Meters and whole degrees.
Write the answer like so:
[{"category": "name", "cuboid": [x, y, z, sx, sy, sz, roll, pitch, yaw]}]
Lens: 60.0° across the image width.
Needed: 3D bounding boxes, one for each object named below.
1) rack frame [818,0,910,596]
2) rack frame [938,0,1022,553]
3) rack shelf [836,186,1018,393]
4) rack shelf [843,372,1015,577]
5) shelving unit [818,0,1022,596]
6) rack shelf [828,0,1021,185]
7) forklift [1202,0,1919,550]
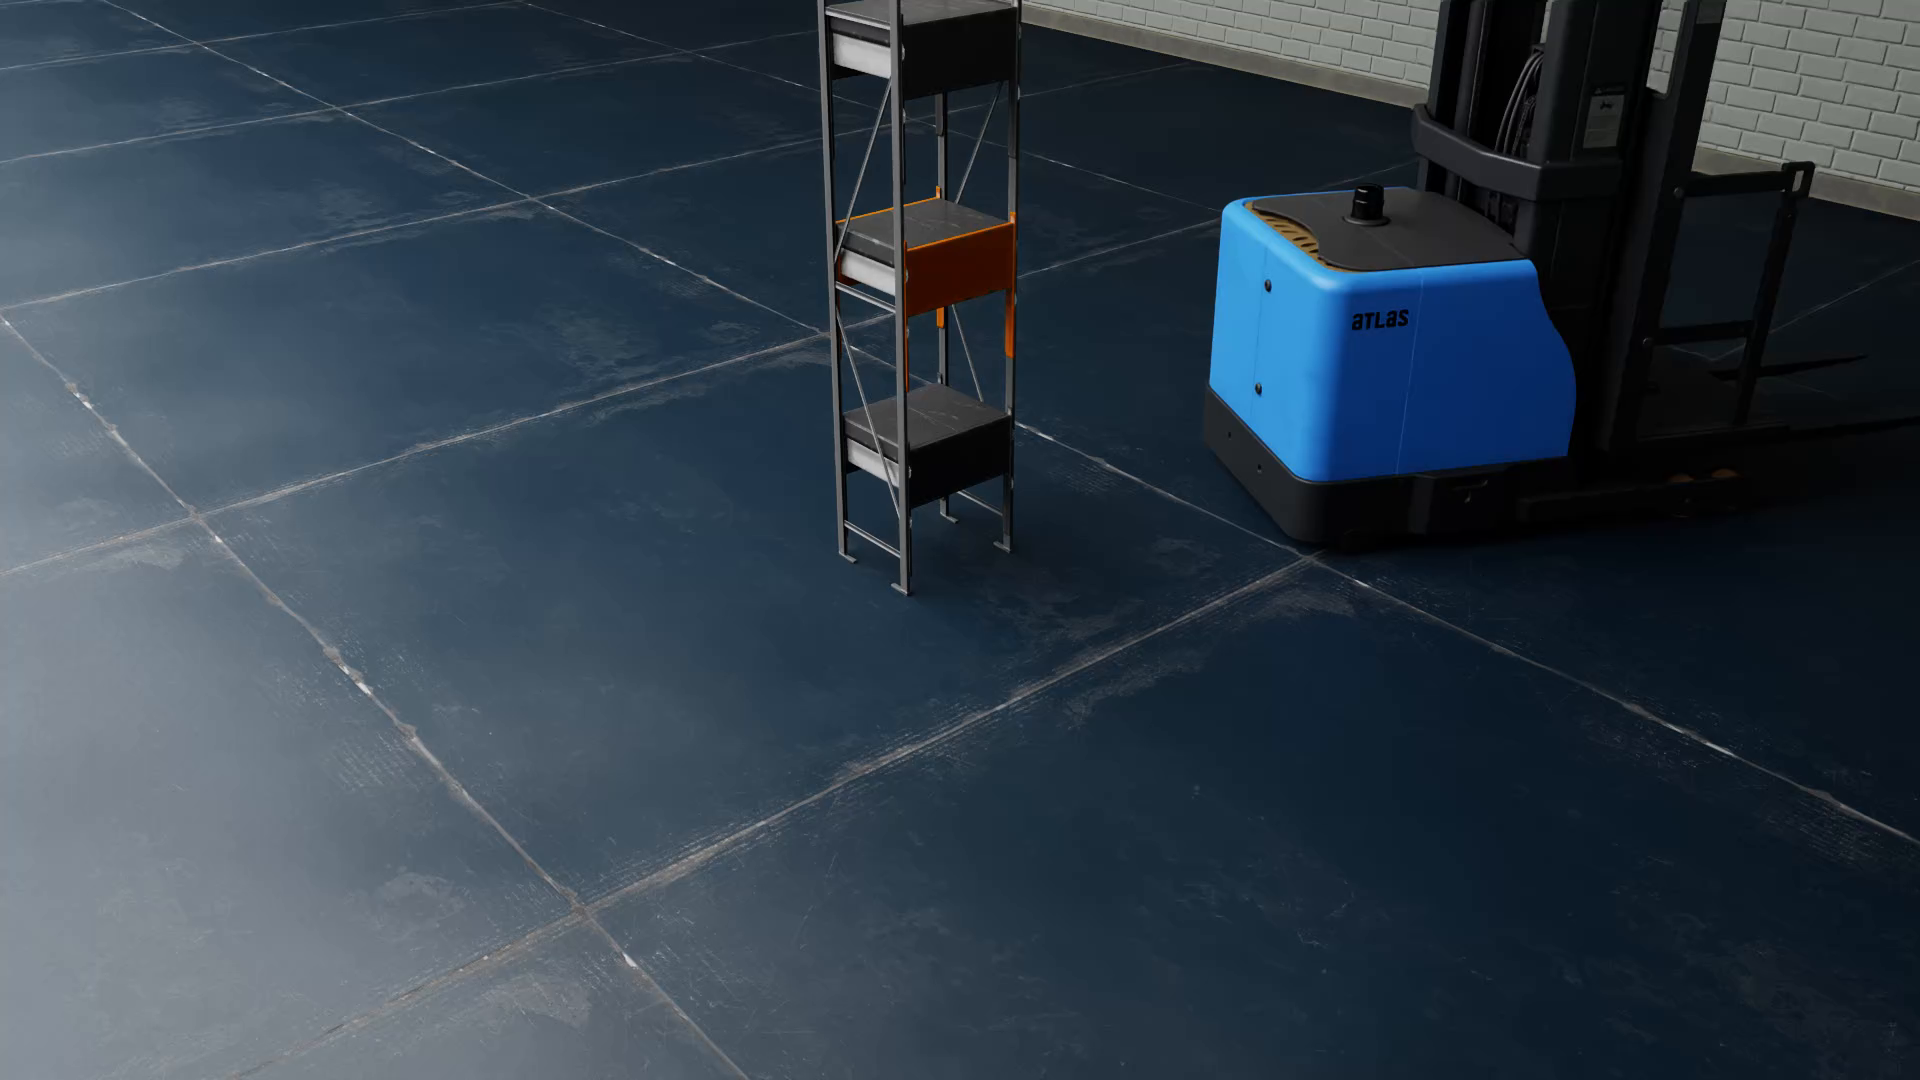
[{"category": "rack frame", "cuboid": [-0.312, -0.801, 5.521, 0.015, 2.100, 0.400, -22, 35, -35]}, {"category": "rack frame", "cuboid": [0.060, -0.950, 5.800, 0.015, 2.100, 0.400, -22, 35, -35]}, {"category": "rack shelf", "cuboid": [-0.126, -0.863, 5.667, 0.480, 0.518, 0.431, -22, 35, -35]}, {"category": "rack shelf", "cuboid": [-0.126, -0.246, 5.997, 0.480, 0.518, 0.431, -22, 35, -35]}, {"category": "shelving unit", "cuboid": [-0.126, -0.875, 5.660, 0.503, 2.100, 0.431, -22, 35, -35]}, {"category": "rack shelf", "cuboid": [-0.126, -1.481, 5.337, 0.480, 0.518, 0.431, -22, 35, -35]}, {"category": "forklift", "cuboid": [2.575, -1.614, 6.160, 3.031, 2.935, 1.130, -6, 29, -12]}]
